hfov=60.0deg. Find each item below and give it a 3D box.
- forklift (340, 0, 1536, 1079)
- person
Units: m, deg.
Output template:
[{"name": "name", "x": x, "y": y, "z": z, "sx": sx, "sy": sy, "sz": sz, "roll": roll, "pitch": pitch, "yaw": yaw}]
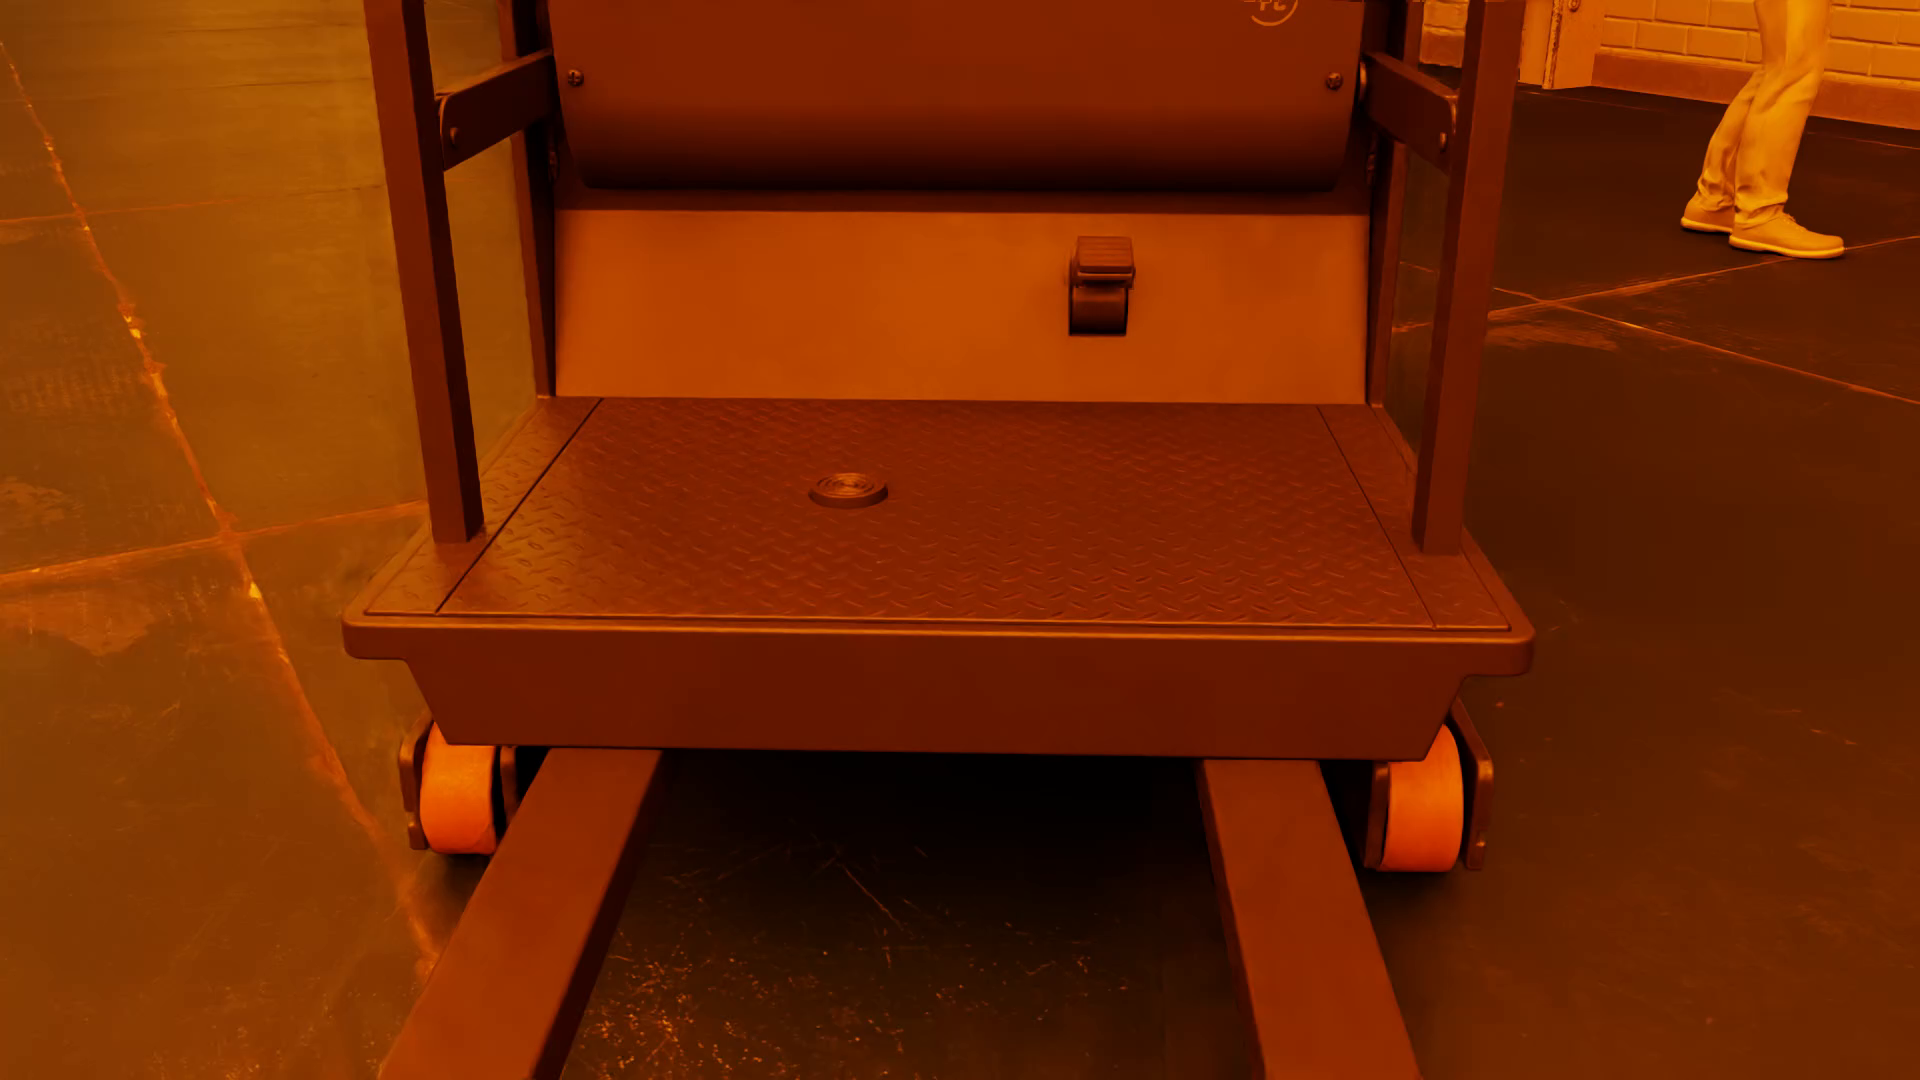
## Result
[{"name": "forklift", "x": -0.011, "y": -1.123, "z": 1.511, "sx": 1.130, "sy": 2.935, "sz": 3.031, "roll": 1, "pitch": 22, "yaw": 2}, {"name": "person", "x": 2.266, "y": -1.613, "z": 4.388, "sx": 0.459, "sy": 1.658, "sz": 0.687, "roll": 15, "pitch": 27, "yaw": 32}]
